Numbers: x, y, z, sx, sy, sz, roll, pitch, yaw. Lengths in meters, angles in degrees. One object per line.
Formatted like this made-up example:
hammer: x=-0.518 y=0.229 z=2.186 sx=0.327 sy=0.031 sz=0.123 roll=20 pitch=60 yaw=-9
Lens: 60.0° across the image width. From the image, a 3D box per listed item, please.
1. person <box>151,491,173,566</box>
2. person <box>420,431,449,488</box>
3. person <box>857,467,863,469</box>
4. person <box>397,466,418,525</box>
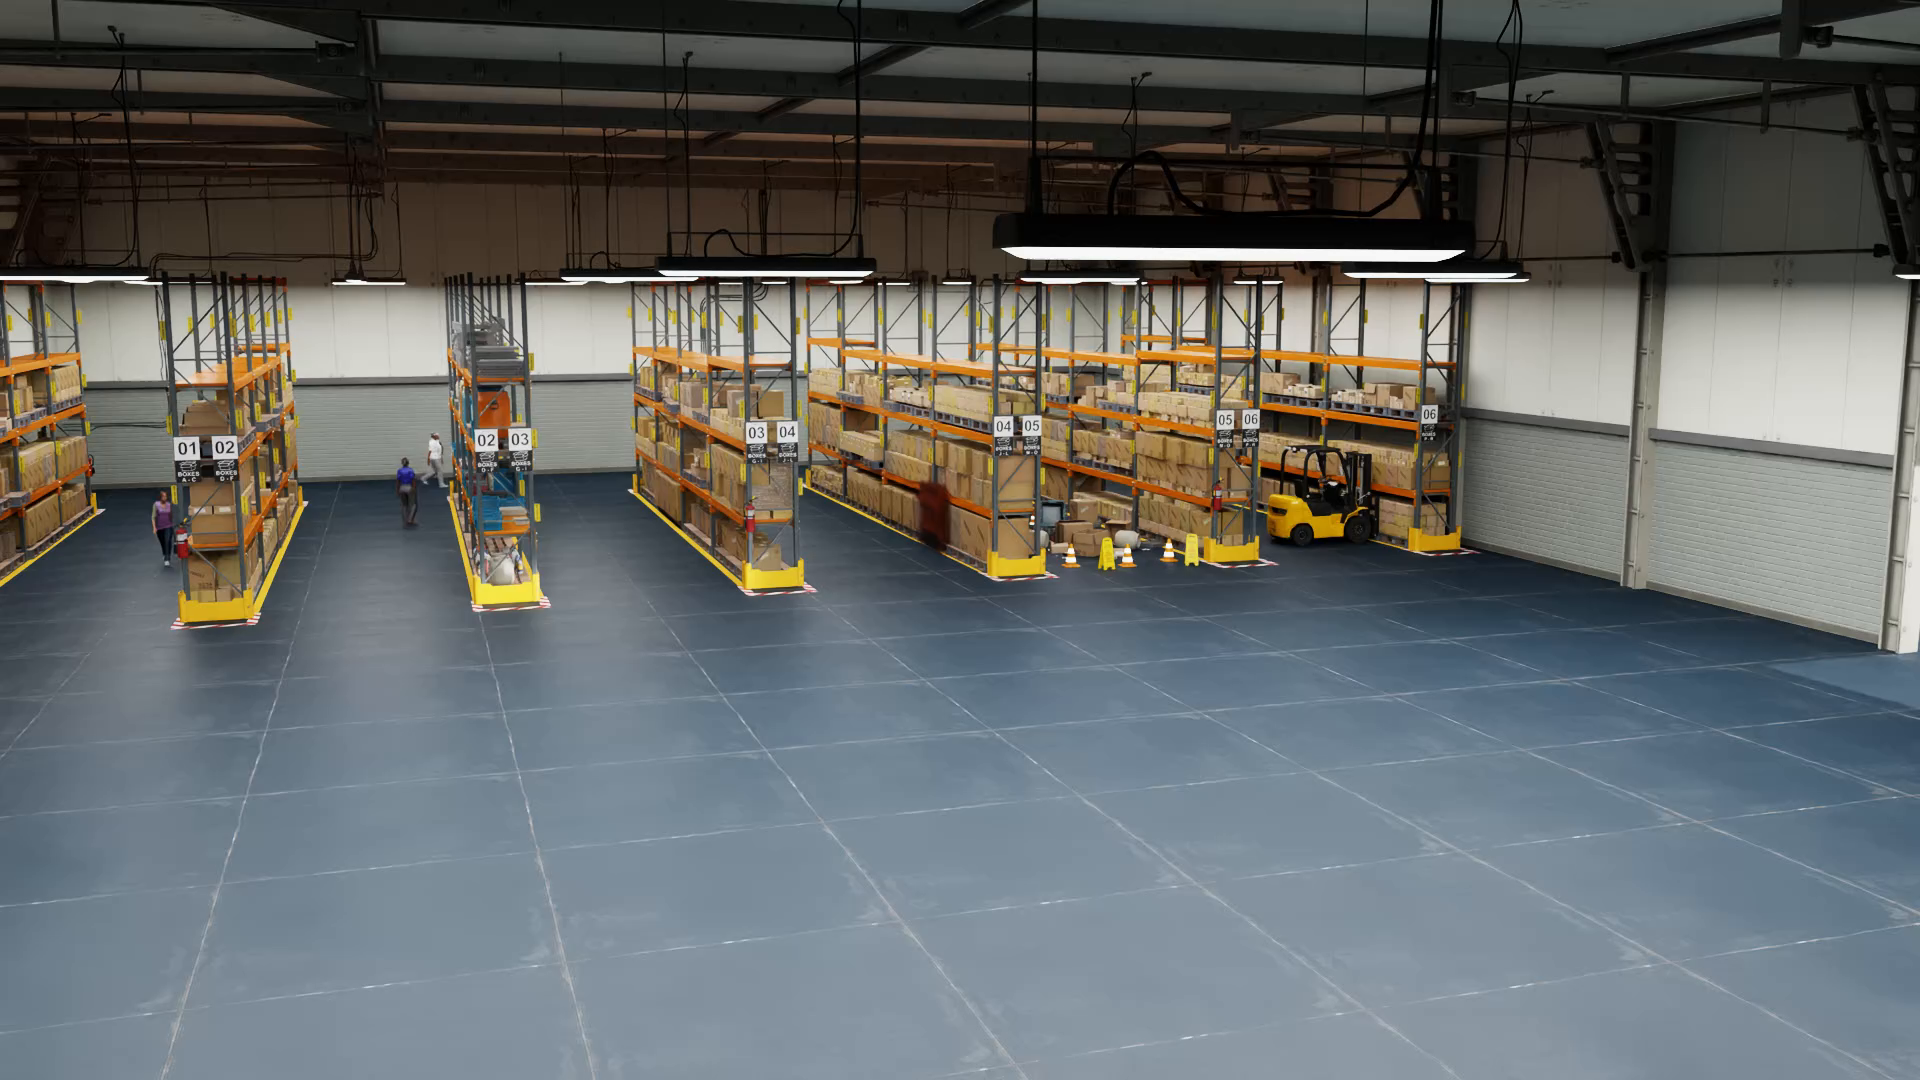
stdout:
person: x=-16.603 y=-0.264 z=34.628 sx=0.395 sy=1.533 sz=0.998 roll=-3 pitch=9 yaw=-18
person: x=-15.182 y=-2.340 z=47.994 sx=0.848 sy=1.645 sz=0.441 roll=0 pitch=9 yaw=3
person: x=-2.932 y=-2.874 z=51.253 sx=1.112 sy=1.733 sz=0.537 roll=-8 pitch=12 yaw=-43
person: x=-13.427 y=-1.072 z=40.412 sx=0.484 sy=1.450 sz=0.490 roll=1 pitch=9 yaw=6
